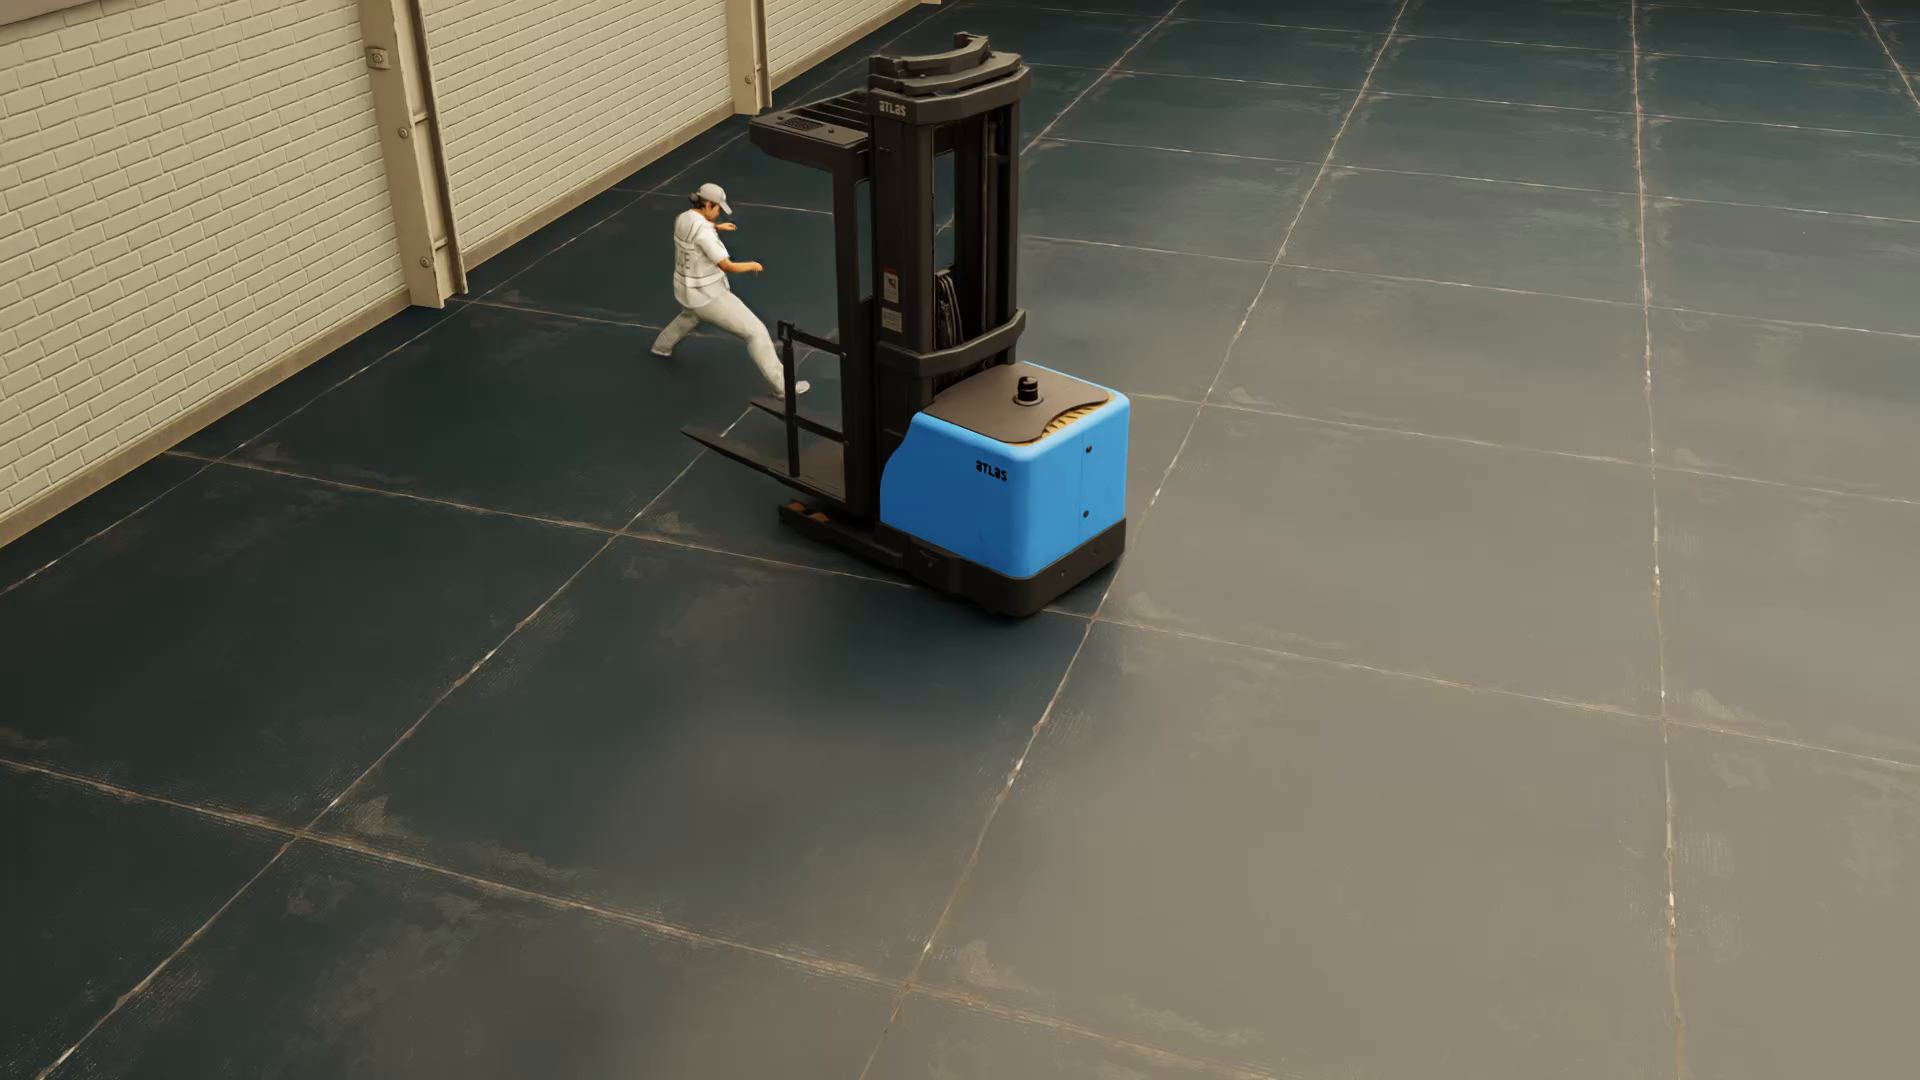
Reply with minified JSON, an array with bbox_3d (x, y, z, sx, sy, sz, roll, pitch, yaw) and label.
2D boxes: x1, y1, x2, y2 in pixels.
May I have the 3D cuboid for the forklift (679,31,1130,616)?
[{"bbox_3d":[-0.477,-1.449,9.679,3.031,2.935,1.130,23,37,34],"label":"forklift"}]

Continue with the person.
[{"bbox_3d":[-1.712,-1.853,11.875,0.809,1.455,1.253,-17,34,-27],"label":"person"}]
